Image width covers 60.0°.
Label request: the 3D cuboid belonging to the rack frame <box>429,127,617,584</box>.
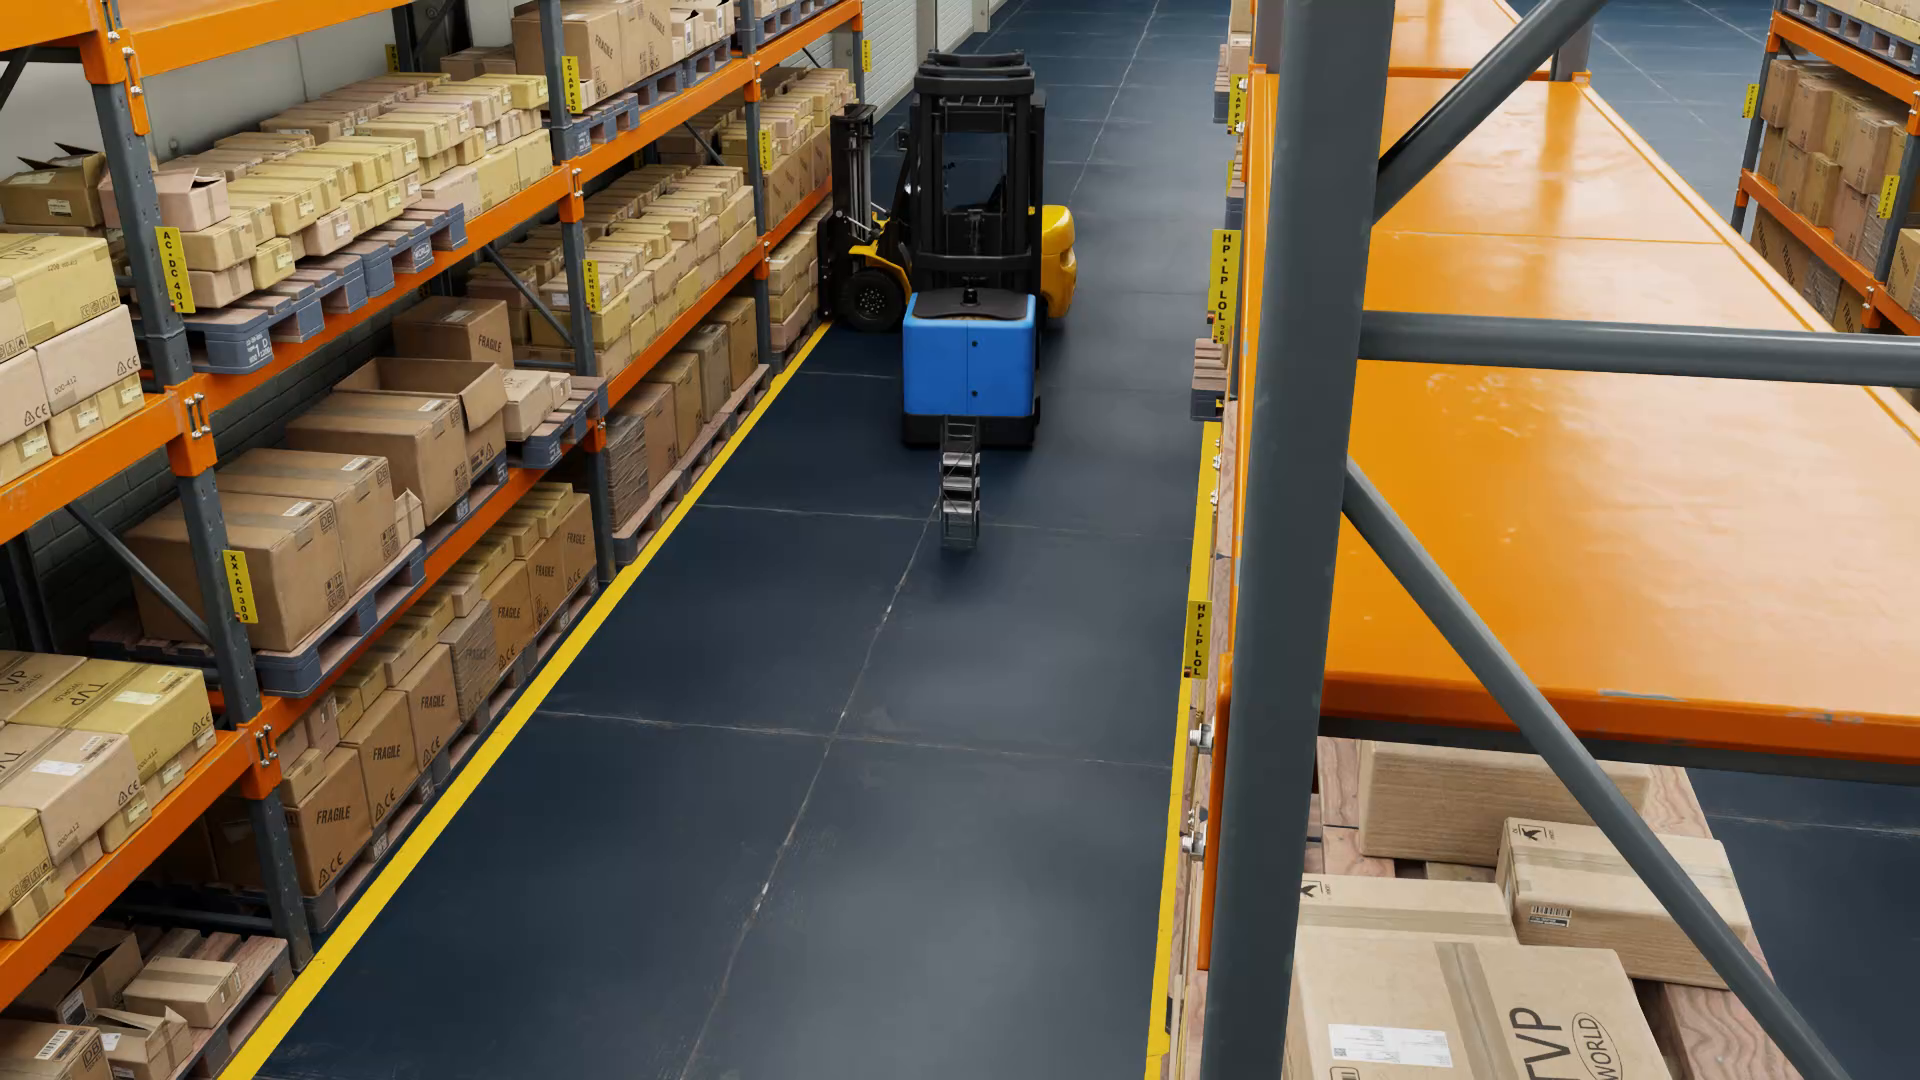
[{"bbox_3d":[-2.820,-1.123,10.611,1.000,3.000,0.127,4,25,9],"label":"rack frame"}]

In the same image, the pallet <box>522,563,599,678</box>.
[{"bbox_3d":[-2.980,0.449,10.541,1.003,0.211,1.213,4,25,9],"label":"pallet"}]

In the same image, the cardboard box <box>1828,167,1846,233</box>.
[{"bbox_3d":[7.951,-2.825,14.071,0.875,0.550,0.550,4,25,9],"label":"cardboard box"}]

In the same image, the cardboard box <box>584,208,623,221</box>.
[{"bbox_3d":[-2.731,-2.369,12.389,0.380,0.149,0.250,4,25,9],"label":"cardboard box"}]

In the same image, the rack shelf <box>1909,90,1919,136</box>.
[{"bbox_3d":[7.304,-2.349,10.541,1.077,0.370,4.000,4,25,9],"label":"rack shelf"}]

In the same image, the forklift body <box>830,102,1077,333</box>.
[{"bbox_3d":[-0.023,-3.165,15.975,2.313,2.155,1.214,4,25,9],"label":"forklift body"}]

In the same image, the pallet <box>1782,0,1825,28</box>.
[{"bbox_3d":[8.174,-4.833,15.104,1.003,0.211,1.213,4,25,9],"label":"pallet"}]

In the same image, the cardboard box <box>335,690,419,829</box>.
[{"bbox_3d":[-3.096,1.082,8.354,0.500,0.500,0.500,4,25,8],"label":"cardboard box"}]

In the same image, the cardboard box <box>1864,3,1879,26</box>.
[{"bbox_3d":[7.541,-4.233,13.399,0.380,0.149,0.250,4,25,9],"label":"cardboard box"}]

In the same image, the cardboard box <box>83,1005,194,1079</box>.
[{"bbox_3d":[-3.334,2.000,6.668,0.396,0.266,0.258,5,26,10],"label":"cardboard box"}]

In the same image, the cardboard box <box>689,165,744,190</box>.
[{"bbox_3d":[-2.004,-2.977,13.689,0.380,0.149,0.250,5,26,10],"label":"cardboard box"}]

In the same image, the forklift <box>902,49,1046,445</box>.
[{"bbox_3d":[0.152,-2.664,13.983,1.130,2.935,3.031,2,25,3],"label":"forklift"}]

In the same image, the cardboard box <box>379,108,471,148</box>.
[{"bbox_3d":[-2.758,-2.128,8.575,0.380,0.149,0.250,3,25,7],"label":"cardboard box"}]

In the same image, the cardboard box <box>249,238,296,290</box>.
[{"bbox_3d":[-2.956,-1.134,6.779,0.380,0.149,0.250,4,25,9],"label":"cardboard box"}]

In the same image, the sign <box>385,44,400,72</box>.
[{"bbox_3d":[-3.367,-2.794,9.939,0.100,0.325,0.005,4,25,9],"label":"sign"}]

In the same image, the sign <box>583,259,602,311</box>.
[{"bbox_3d":[-2.284,-1.578,10.311,0.100,0.325,0.005,4,25,9],"label":"sign"}]

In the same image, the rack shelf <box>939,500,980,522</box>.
[{"bbox_3d":[-0.001,-0.211,11.642,0.258,0.077,0.200,4,25,9],"label":"rack shelf"}]

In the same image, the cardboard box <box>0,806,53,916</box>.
[{"bbox_3d":[-3.479,1.131,5.621,0.500,0.250,0.500,4,25,8],"label":"cardboard box"}]

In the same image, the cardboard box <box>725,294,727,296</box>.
[{"bbox_3d":[-2.289,-2.185,15.039,0.500,0.250,0.500,3,25,7],"label":"cardboard box"}]

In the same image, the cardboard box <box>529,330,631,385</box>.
[{"bbox_3d":[-2.507,-1.224,11.003,0.500,0.250,0.500,4,25,9],"label":"cardboard box"}]

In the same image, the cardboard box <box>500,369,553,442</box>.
[{"bbox_3d":[-2.674,-0.782,9.564,0.500,0.250,0.500,3,25,6],"label":"cardboard box"}]

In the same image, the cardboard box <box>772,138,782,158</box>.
[{"bbox_3d":[-1.799,-3.470,14.741,0.380,0.149,0.250,4,25,8],"label":"cardboard box"}]

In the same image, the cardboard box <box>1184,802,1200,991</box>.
[{"bbox_3d":[0.923,1.001,4.777,0.500,0.500,0.500,4,25,10],"label":"cardboard box"}]

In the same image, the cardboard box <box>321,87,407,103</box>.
[{"bbox_3d":[-3.263,-2.387,9.129,0.380,0.149,0.250,4,25,8],"label":"cardboard box"}]

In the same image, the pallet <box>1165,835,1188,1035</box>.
[{"bbox_3d":[1.475,1.827,7.598,1.003,0.211,1.213,4,25,9],"label":"pallet"}]

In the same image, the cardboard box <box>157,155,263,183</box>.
[{"bbox_3d":[-3.368,-1.629,7.487,0.380,0.149,0.250,3,25,7],"label":"cardboard box"}]

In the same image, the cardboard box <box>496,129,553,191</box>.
[{"bbox_3d":[-2.665,-2.182,9.513,0.500,0.250,0.500,3,25,7],"label":"cardboard box"}]

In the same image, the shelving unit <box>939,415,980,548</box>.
[{"bbox_3d":[-0.001,-0.404,11.552,0.258,0.900,0.210,4,25,9],"label":"shelving unit"}]

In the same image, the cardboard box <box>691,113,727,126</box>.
[{"bbox_3d":[-2.322,-3.747,14.983,0.380,0.149,0.250,4,25,7],"label":"cardboard box"}]

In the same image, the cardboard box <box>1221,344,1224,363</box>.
[{"bbox_3d":[1.868,-1.236,10.654,0.380,0.149,0.250,4,25,8],"label":"cardboard box"}]

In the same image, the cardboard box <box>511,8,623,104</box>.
[{"bbox_3d":[-2.462,-3.049,10.455,0.500,0.500,0.500,4,25,9],"label":"cardboard box"}]

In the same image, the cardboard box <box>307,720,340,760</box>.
[{"bbox_3d":[-3.184,0.945,7.881,0.380,0.149,0.250,3,25,7],"label":"cardboard box"}]

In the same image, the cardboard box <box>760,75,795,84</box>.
[{"bbox_3d":[-1.884,-4.599,16.802,0.380,0.149,0.250,4,25,10],"label":"cardboard box"}]

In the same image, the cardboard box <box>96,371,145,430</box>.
[{"bbox_3d":[-3.241,-0.524,6.090,0.380,0.149,0.250,4,25,8],"label":"cardboard box"}]

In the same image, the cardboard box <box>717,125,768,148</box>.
[{"bbox_3d":[-1.886,-3.500,14.454,0.380,0.149,0.250,4,25,9],"label":"cardboard box"}]

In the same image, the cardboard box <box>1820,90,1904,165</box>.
[{"bbox_3d":[8.003,-3.539,14.321,0.875,0.550,0.500,4,25,9],"label":"cardboard box"}]

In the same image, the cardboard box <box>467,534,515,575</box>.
[{"bbox_3d":[-2.840,0.080,9.730,0.380,0.149,0.250,5,26,10],"label":"cardboard box"}]

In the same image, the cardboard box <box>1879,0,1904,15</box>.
[{"bbox_3d":[7.541,-4.249,12.964,0.500,0.250,0.500,4,25,8],"label":"cardboard box"}]

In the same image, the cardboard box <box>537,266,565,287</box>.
[{"bbox_3d":[-2.939,-1.703,11.437,0.500,0.250,0.500,4,25,9],"label":"cardboard box"}]

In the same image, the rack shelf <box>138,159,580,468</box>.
[{"bbox_3d":[-3.147,-1.319,8.341,1.077,0.370,4.000,4,25,9],"label":"rack shelf"}]

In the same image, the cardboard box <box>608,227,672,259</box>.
[{"bbox_3d":[-2.277,-2.116,11.849,0.380,0.149,0.250,5,25,10],"label":"cardboard box"}]

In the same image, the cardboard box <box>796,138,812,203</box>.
[{"bbox_3d":[-1.686,-3.440,15.443,0.500,0.500,0.500,4,25,8],"label":"cardboard box"}]

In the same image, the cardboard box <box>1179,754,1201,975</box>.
[{"bbox_3d":[1.446,1.399,7.233,0.875,0.875,0.875,5,26,10],"label":"cardboard box"}]

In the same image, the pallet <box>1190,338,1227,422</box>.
[{"bbox_3d":[2.088,-0.999,10.573,1.213,0.211,1.003,4,25,9],"label":"pallet"}]

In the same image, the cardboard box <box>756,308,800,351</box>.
[{"bbox_3d":[-1.761,-1.920,15.063,0.500,0.250,0.500,4,25,9],"label":"cardboard box"}]

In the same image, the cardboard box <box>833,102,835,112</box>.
[{"bbox_3d":[-1.460,-4.328,16.574,0.380,0.149,0.250,4,25,8],"label":"cardboard box"}]

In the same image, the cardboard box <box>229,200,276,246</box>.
[{"bbox_3d":[-3.019,-1.276,6.732,0.380,0.149,0.250,4,25,9],"label":"cardboard box"}]

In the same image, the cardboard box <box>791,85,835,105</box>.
[{"bbox_3d":[-1.436,-4.346,16.263,0.380,0.149,0.250,5,25,10],"label":"cardboard box"}]

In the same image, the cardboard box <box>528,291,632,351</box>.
[{"bbox_3d":[-2.482,-1.449,10.894,0.500,0.250,0.500,4,25,8],"label":"cardboard box"}]

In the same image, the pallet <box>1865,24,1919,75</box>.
[{"bbox_3d":[7.775,-3.813,12.924,1.003,0.211,1.213,4,25,9],"label":"pallet"}]

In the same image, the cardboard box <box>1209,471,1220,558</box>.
[{"bbox_3d":[1.476,-0.110,8.033,0.500,0.250,0.500,4,25,9],"label":"cardboard box"}]
